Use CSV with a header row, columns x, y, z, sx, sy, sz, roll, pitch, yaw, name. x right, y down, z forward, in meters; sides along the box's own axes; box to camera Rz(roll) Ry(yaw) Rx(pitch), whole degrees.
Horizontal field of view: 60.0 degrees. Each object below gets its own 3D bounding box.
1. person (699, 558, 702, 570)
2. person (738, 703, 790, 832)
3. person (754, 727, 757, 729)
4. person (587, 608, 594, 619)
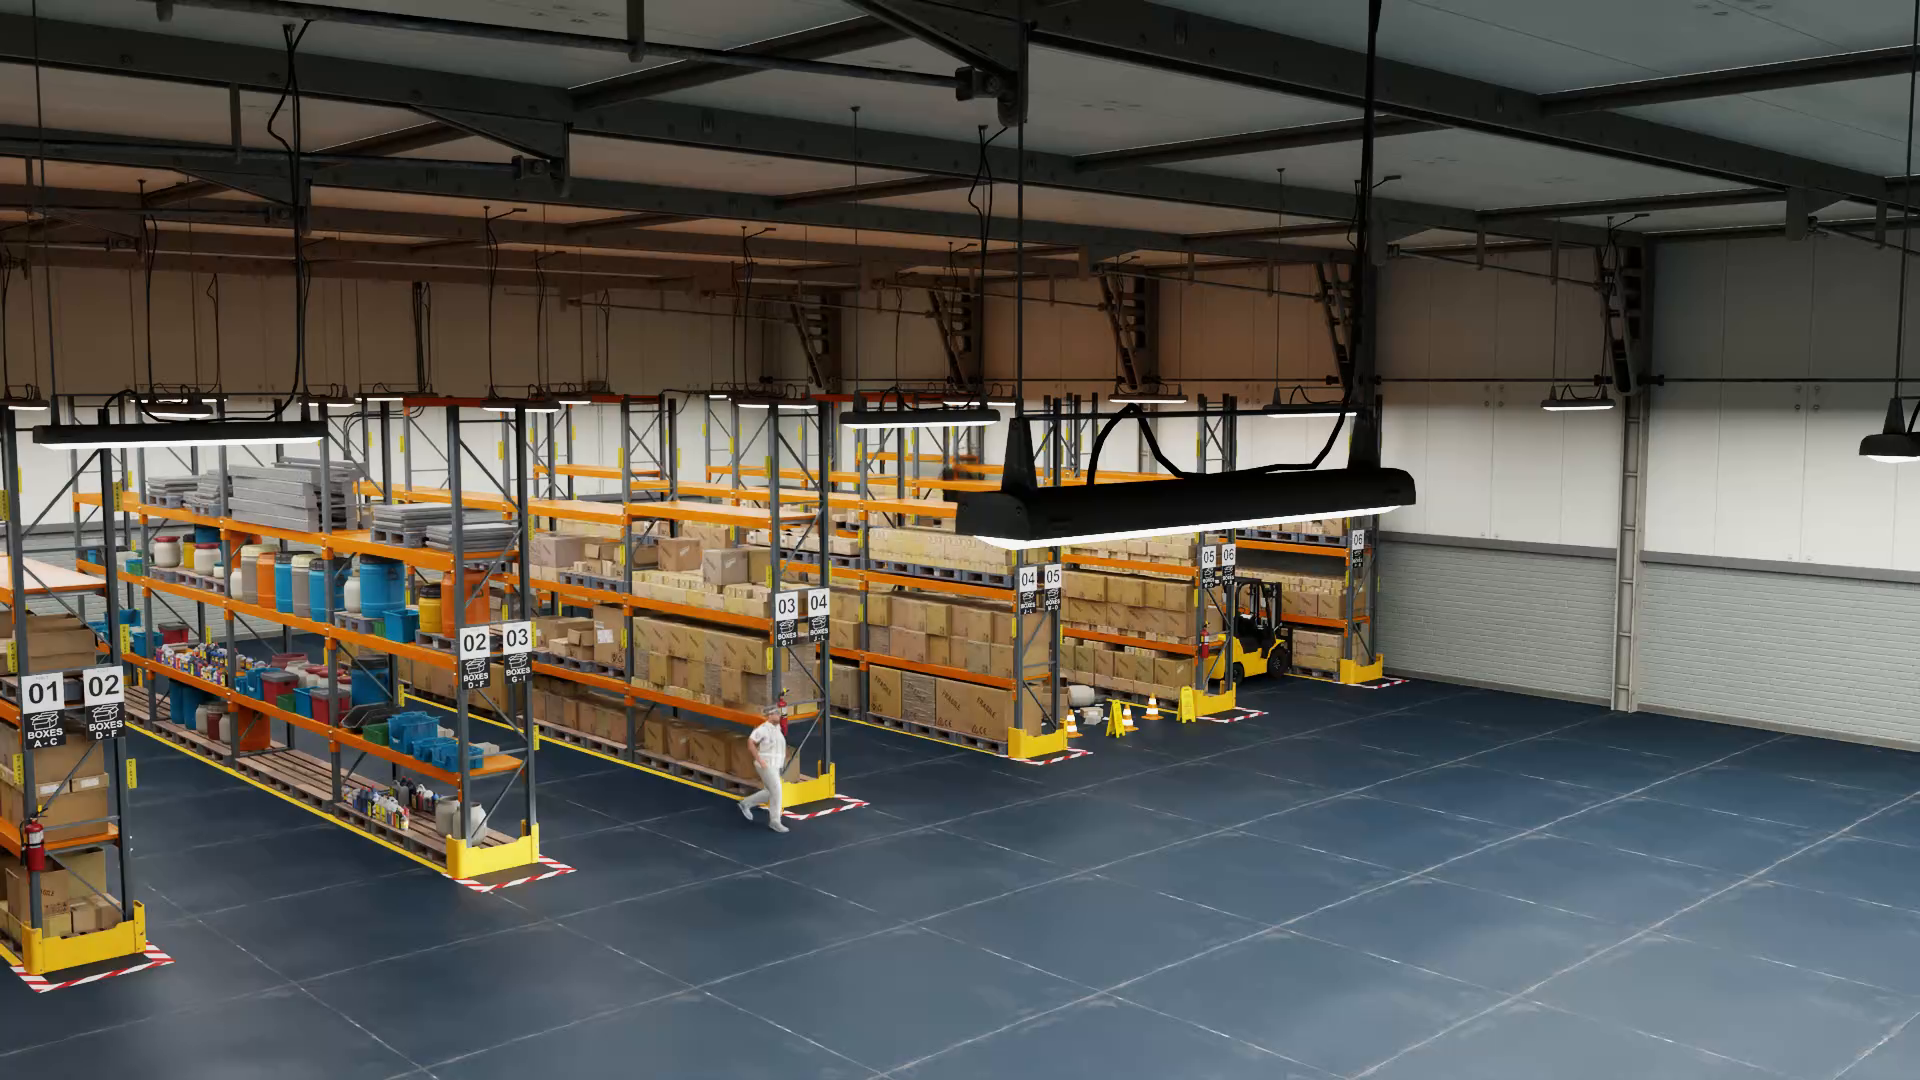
x,y,z,sx,sy,sz,roll,pitch,yaw,name
-6.982,1.204,44.176,0.611,1.710,0.761,-4,7,-38,person
-2.714,3.204,23.598,0.830,1.769,0.703,2,6,18,person
-3.361,2.676,29.354,0.541,1.675,0.642,4,7,38,person
-8.983,1.565,41.149,0.632,1.622,0.641,4,7,33,person
